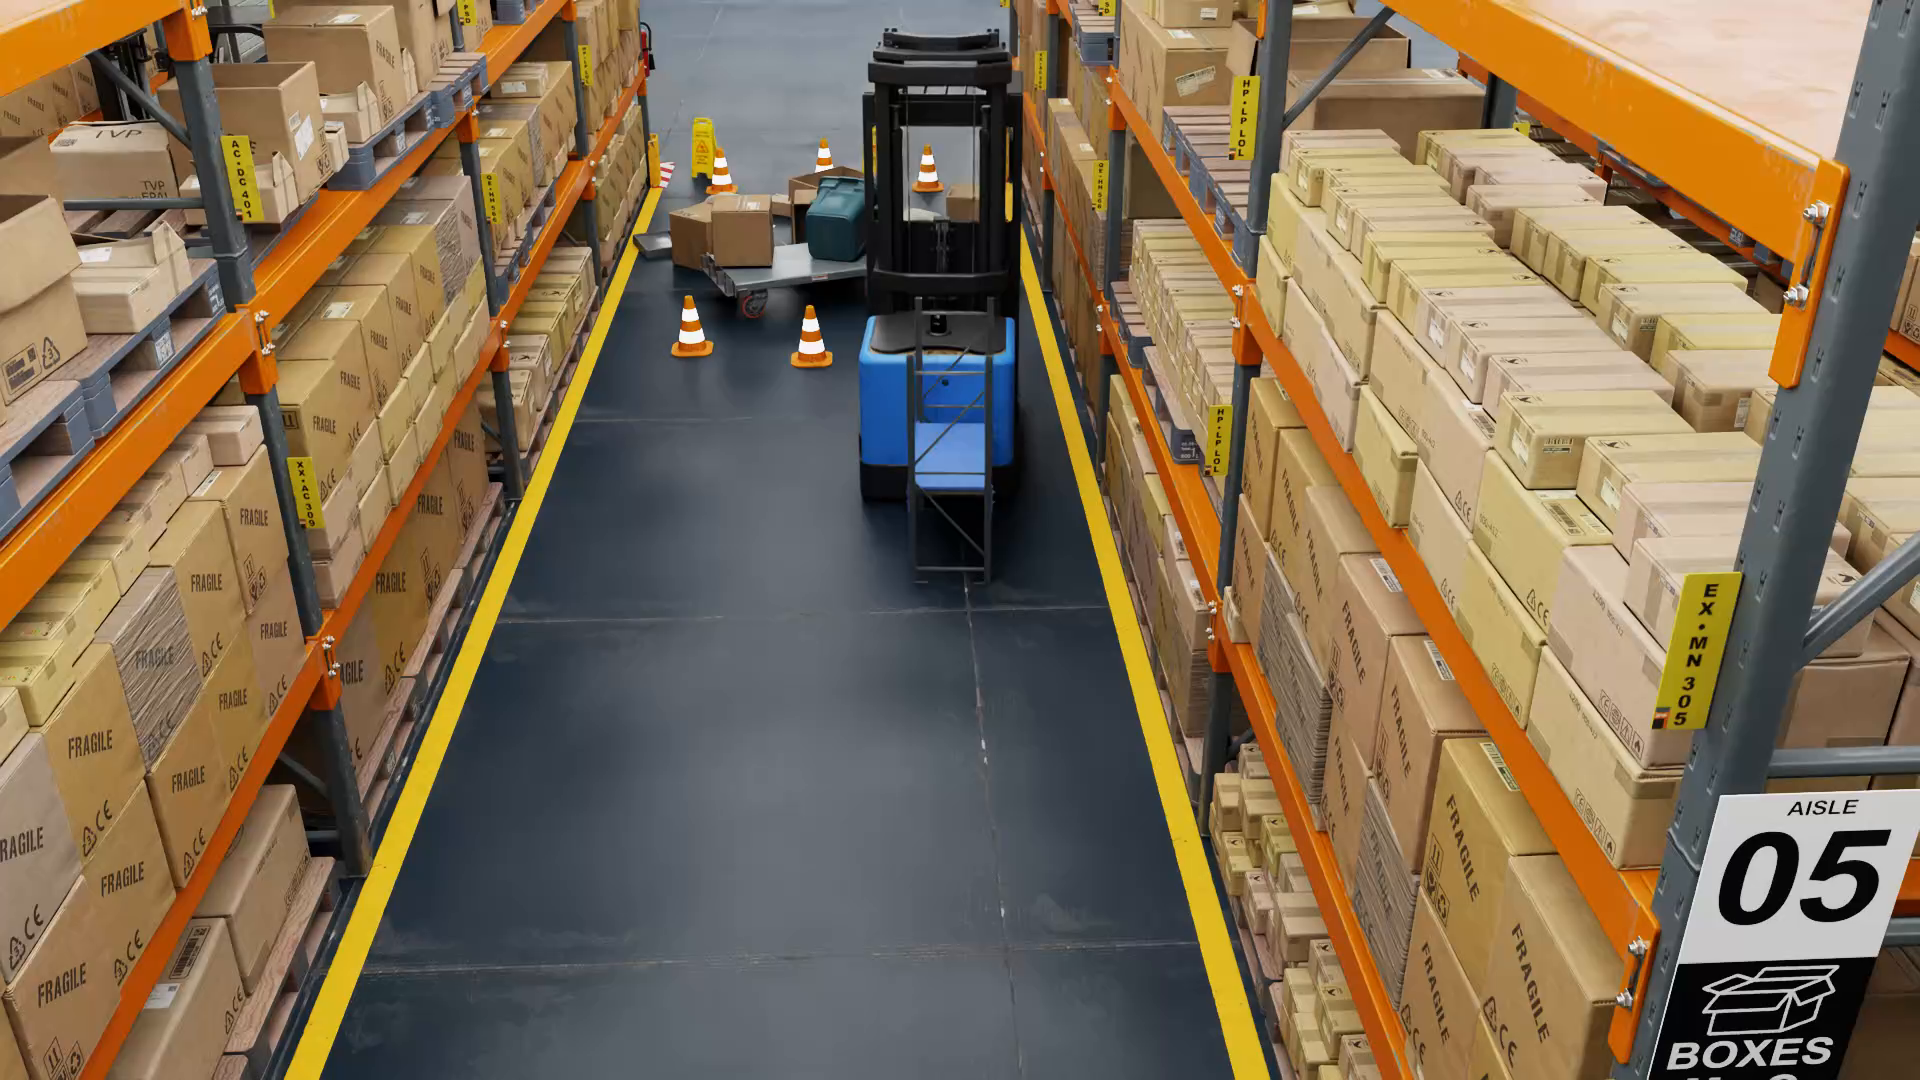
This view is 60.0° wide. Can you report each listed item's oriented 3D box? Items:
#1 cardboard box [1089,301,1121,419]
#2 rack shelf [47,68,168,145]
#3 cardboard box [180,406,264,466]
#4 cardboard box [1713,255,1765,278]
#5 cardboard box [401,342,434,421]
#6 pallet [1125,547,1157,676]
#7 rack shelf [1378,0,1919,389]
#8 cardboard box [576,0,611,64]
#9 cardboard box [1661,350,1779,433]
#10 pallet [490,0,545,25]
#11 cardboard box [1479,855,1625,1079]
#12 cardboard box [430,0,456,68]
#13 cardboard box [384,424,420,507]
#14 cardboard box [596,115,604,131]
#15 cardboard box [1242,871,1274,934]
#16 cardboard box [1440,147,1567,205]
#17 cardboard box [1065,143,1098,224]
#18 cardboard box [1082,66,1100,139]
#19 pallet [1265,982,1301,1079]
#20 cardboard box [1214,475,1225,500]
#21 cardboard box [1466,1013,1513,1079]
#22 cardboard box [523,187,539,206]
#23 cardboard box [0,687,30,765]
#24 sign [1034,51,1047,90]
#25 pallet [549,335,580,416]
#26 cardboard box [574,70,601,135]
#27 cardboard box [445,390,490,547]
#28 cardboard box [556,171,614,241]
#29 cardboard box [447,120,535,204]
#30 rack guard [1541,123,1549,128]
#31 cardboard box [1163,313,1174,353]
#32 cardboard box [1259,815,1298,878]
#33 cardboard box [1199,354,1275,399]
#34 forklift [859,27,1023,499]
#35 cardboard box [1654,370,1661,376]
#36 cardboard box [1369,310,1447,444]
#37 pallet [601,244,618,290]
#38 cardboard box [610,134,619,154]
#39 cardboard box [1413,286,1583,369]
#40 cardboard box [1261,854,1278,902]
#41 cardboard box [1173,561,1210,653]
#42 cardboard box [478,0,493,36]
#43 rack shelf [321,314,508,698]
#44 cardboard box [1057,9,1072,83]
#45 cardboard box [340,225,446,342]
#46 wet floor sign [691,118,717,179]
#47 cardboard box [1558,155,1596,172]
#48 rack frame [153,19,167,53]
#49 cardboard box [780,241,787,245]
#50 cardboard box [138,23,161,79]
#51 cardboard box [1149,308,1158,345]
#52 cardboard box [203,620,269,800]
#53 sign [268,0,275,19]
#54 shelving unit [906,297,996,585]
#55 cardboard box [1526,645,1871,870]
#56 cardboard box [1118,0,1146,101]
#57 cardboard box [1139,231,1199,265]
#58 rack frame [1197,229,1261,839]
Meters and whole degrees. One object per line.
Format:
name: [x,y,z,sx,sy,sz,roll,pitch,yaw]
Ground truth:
cardboard box: [1.513,-1.246,11.936,1.050,0.750,0.750,-2,28,-3]
rack shelf: [-8.753,-3.938,15.897,1.077,0.370,4.000,-1,28,-3]
cardboard box: [-2.940,-0.401,6.447,0.380,0.149,0.250,-2,28,-4]
cardboard box: [6.251,-2.018,13.665,0.700,0.500,0.500,-4,28,-7]
cardboard box: [-3.099,-0.833,8.787,0.500,0.250,0.500,-2,28,-4]
pallet: [1.555,0.385,9.845,1.003,0.211,1.213,-1,28,-3]
rack shelf: [1.768,-1.343,4.437,1.077,0.370,4.000,-1,28,-3]
cardboard box: [-3.503,-4.519,14.723,0.700,0.500,0.500,-1,28,-2]
cardboard box: [2.015,-0.371,4.226,0.380,0.149,0.250,-1,28,-1]
pallet: [-3.709,-3.935,12.073,1.213,0.211,1.003,-1,28,-3]
cardboard box: [1.600,1.096,3.957,0.500,0.500,0.500,-2,28,-4]
cardboard box: [-3.313,-2.999,9.510,0.797,0.503,0.637,-3,28,-6]
cardboard box: [-3.073,-0.380,8.459,0.500,0.250,0.500,-2,28,-3]
cardboard box: [-3.476,-3.849,15.221,0.380,0.149,0.250,-1,28,-1]
cardboard box: [1.441,1.563,7.200,0.380,0.149,0.250,-2,28,-3]
cardboard box: [1.977,-1.329,6.063,0.380,0.149,0.250,-1,28,-1]
cardboard box: [1.081,-2.718,12.671,0.500,0.500,0.500,-1,28,-2]
cardboard box: [1.333,-3.409,12.915,0.700,0.500,0.500,-1,28,-2]
pallet: [1.801,2.184,6.397,1.003,0.211,1.213,-1,28,-3]
cardboard box: [1.431,-0.300,7.962,0.380,0.149,0.250,-1,28,-2]
cardboard box: [1.592,1.543,4.180,0.500,0.500,0.500,-1,28,-2]
cardboard box: [-3.351,-2.585,12.342,0.380,0.149,0.250,-1,28,-1]
cardboard box: [-2.861,0.541,4.640,0.380,0.149,0.250,-1,28,-2]
sign: [0.692,-4.026,14.266,0.100,0.325,0.005,-1,28,-3]
pallet: [-3.583,-1.294,13.066,1.003,0.211,1.213,-1,28,-3]
cardboard box: [-3.437,-3.841,14.504,0.500,0.500,0.500,-1,28,-3]
cardboard box: [-3.530,-0.531,10.430,0.875,0.875,0.875,-2,28,-3]
cardboard box: [-3.453,-3.034,15.093,0.500,0.500,0.500,0,28,0]
cardboard box: [-3.344,-2.669,11.802,0.500,0.500,0.500,-1,28,-2]
rack guard: [5.999,-4.398,18.704,1.175,0.500,0.348,-1,28,-3]
cardboard box: [1.348,-1.158,9.285,0.380,0.149,0.250,-2,28,-3]
cardboard box: [1.492,1.296,7.070,0.380,0.149,0.250,-2,28,-3]
cardboard box: [1.407,-0.811,8.297,0.380,0.149,0.250,-1,28,-3]
forklift: [-0.108,-2.217,11.893,1.130,2.935,3.031,1,28,2]
cardboard box: [2.066,-0.248,4.423,0.500,0.250,0.500,-1,28,-2]
cardboard box: [1.528,-0.477,4.862,0.500,0.250,0.500,-3,28,-5]
pallet: [-3.762,-2.528,15.431,1.003,0.211,1.213,-1,28,-3]
cardboard box: [-3.446,-3.742,15.750,0.380,0.149,0.250,0,28,0]
cardboard box: [1.503,-0.599,4.664,0.380,0.149,0.250,-2,28,-4]
cardboard box: [1.514,1.421,7.152,0.380,0.149,0.250,-2,28,-3]
cardboard box: [1.372,0.325,8.383,0.500,0.250,0.500,-2,28,-4]
cardboard box: [-3.591,-3.687,11.283,0.797,0.503,0.637,-1,28,-3]
rack shelf: [-3.379,-0.365,9.047,1.077,0.370,4.000,-1,28,-3]
cardboard box: [1.261,-4.338,14.556,0.875,0.550,0.550,-1,28,-3]
cardboard box: [-3.141,-1.397,9.057,0.500,0.500,0.500,-1,28,-3]
wet floor sign: [-2.842,-4.372,18.497,0.267,0.644,0.232,8,29,15]
cardboard box: [6.075,-3.507,16.542,0.500,0.500,0.500,-4,28,-7]
rack frame: [-8.858,-5.181,17.502,1.000,3.000,0.127,-1,28,-3]
cardboard box: [-1.591,-2.671,15.646,0.258,0.266,0.396,-23,35,-37]
cardboard box: [-8.570,-5.004,17.055,0.500,0.500,0.500,-2,28,-4]
cardboard box: [1.321,-1.264,9.810,0.380,0.149,0.250,0,28,0]
cardboard box: [-2.963,0.641,6.232,0.500,0.500,0.500,-2,28,-4]
sign: [-4.025,-3.155,9.815,0.100,0.325,0.005,-1,28,-3]
shelving unit: [-0.047,-0.631,10.399,0.538,1.500,1.048,1,28,1]
cardboard box: [1.585,0.453,3.618,0.500,0.250,0.500,-2,28,-4]
cardboard box: [1.219,-2.878,9.735,0.500,0.500,0.500,-1,28,-3]
cardboard box: [1.302,-1.770,10.137,0.380,0.149,0.250,-2,28,-4]
rack frame: [1.664,0.073,7.428,1.000,3.000,0.127,-1,28,-3]
